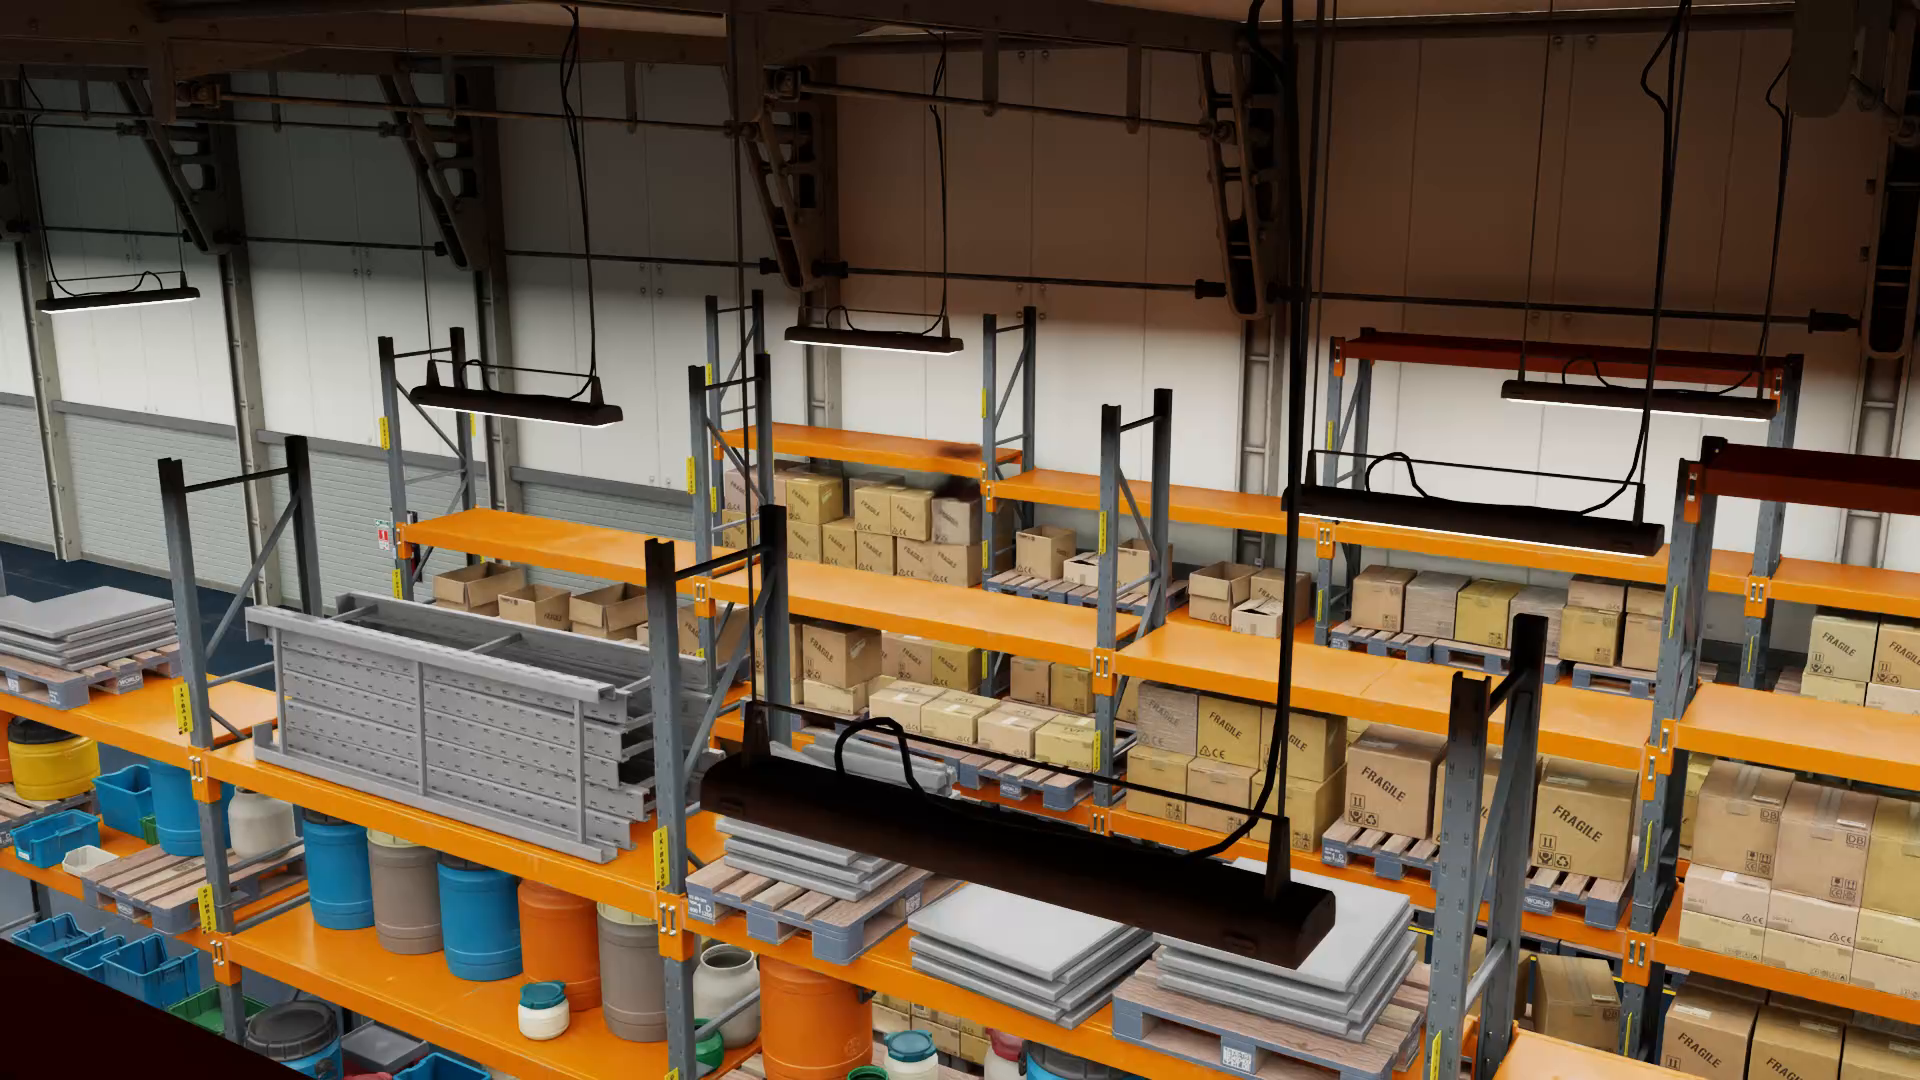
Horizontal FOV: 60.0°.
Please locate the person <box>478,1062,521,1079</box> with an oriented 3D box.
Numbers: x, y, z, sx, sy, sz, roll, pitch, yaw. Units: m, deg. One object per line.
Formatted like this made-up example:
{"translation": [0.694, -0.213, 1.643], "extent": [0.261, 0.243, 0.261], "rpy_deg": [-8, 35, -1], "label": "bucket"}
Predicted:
{"translation": [-3.519, 4.142, 12.844], "extent": [0.846, 1.833, 0.543], "rpy_deg": [11, 17, 37], "label": "person"}
